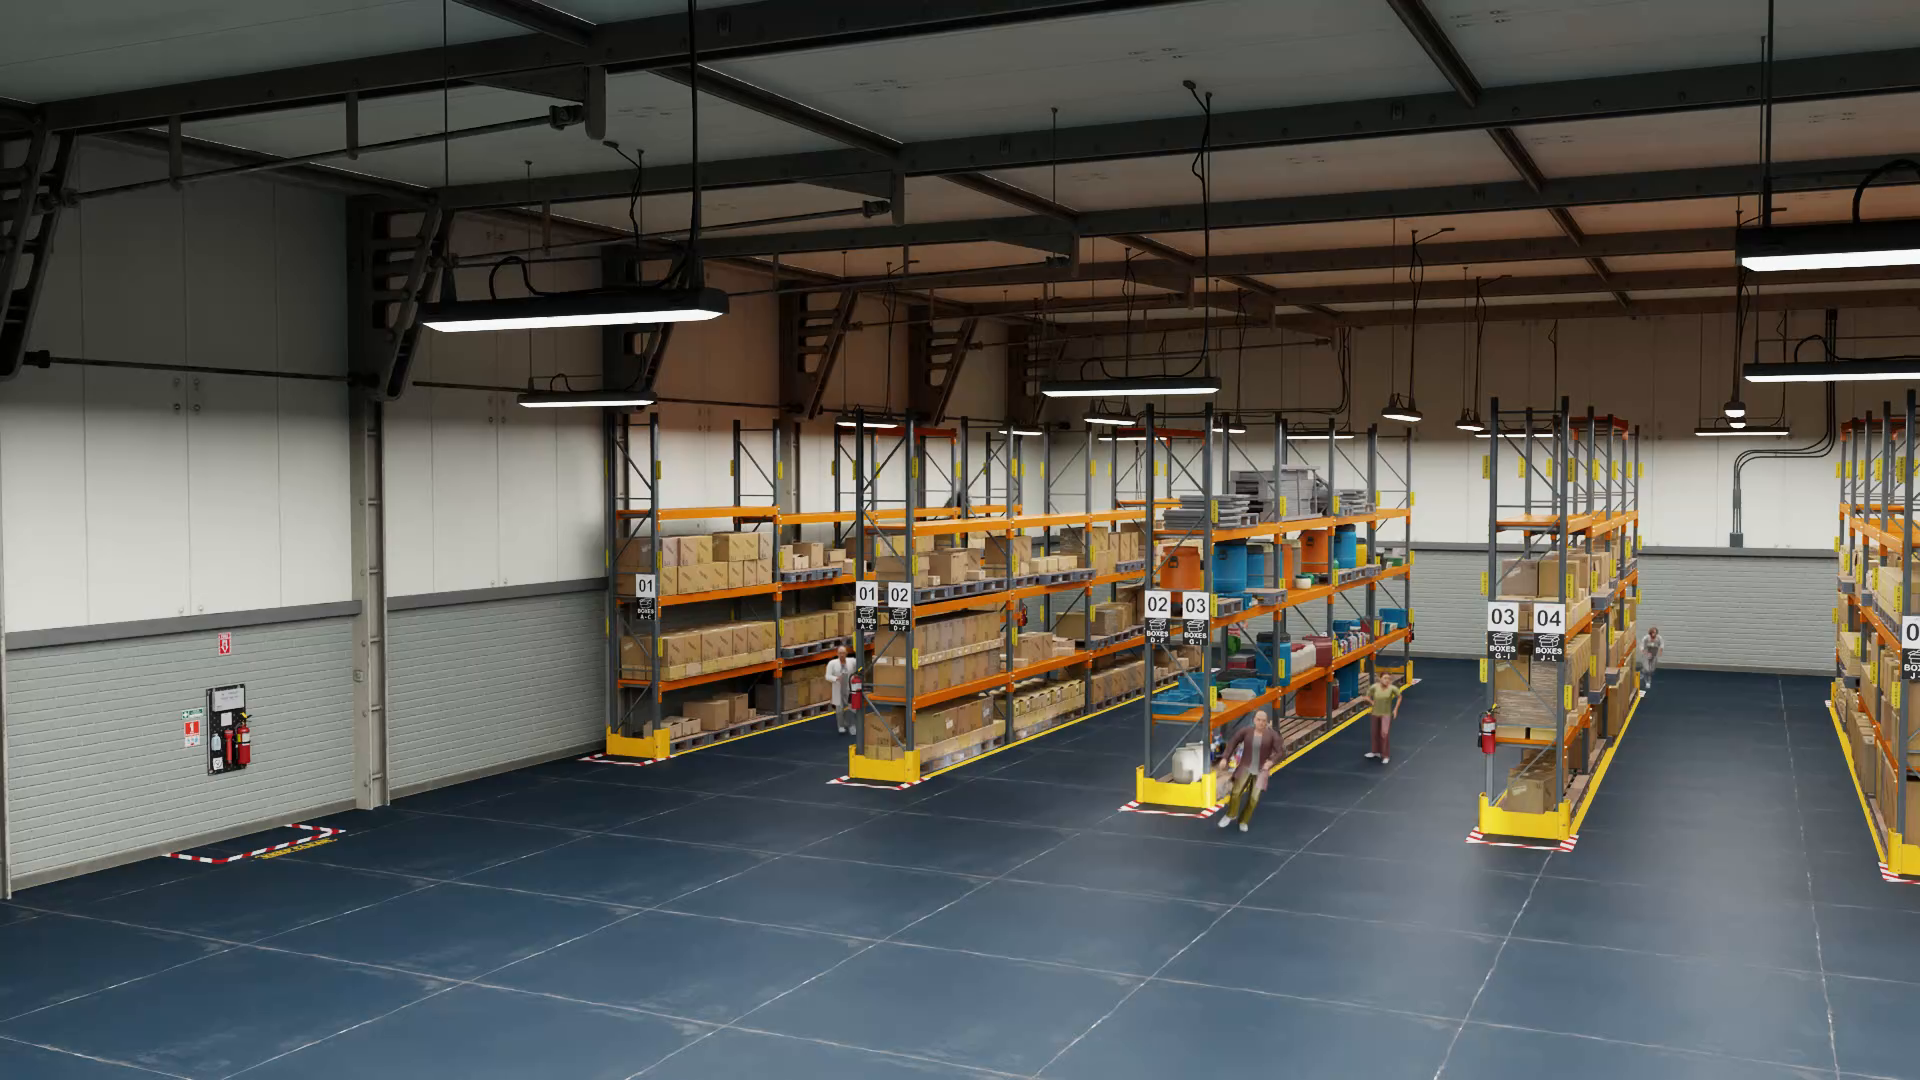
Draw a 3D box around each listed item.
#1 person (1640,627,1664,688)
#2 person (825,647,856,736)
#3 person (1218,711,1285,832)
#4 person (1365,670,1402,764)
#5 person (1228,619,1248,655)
[{"bbox_3d":[15.847,2.691,38.135,0.561,1.429,0.782,0,2,4],"label":"person"},{"bbox_3d":[-2.182,2.836,31.231,0.706,1.697,1.015,0,2,-6],"label":"person"},{"bbox_3d":[4.030,3.218,23.002,0.902,1.712,0.670,0,2,8],"label":"person"},{"bbox_3d":[7.231,3.021,28.601,0.650,1.601,0.793,2,3,33],"label":"person"},{"bbox_3d":[6.868,2.393,41.804,0.648,1.741,0.788,0,2,5],"label":"person"}]
